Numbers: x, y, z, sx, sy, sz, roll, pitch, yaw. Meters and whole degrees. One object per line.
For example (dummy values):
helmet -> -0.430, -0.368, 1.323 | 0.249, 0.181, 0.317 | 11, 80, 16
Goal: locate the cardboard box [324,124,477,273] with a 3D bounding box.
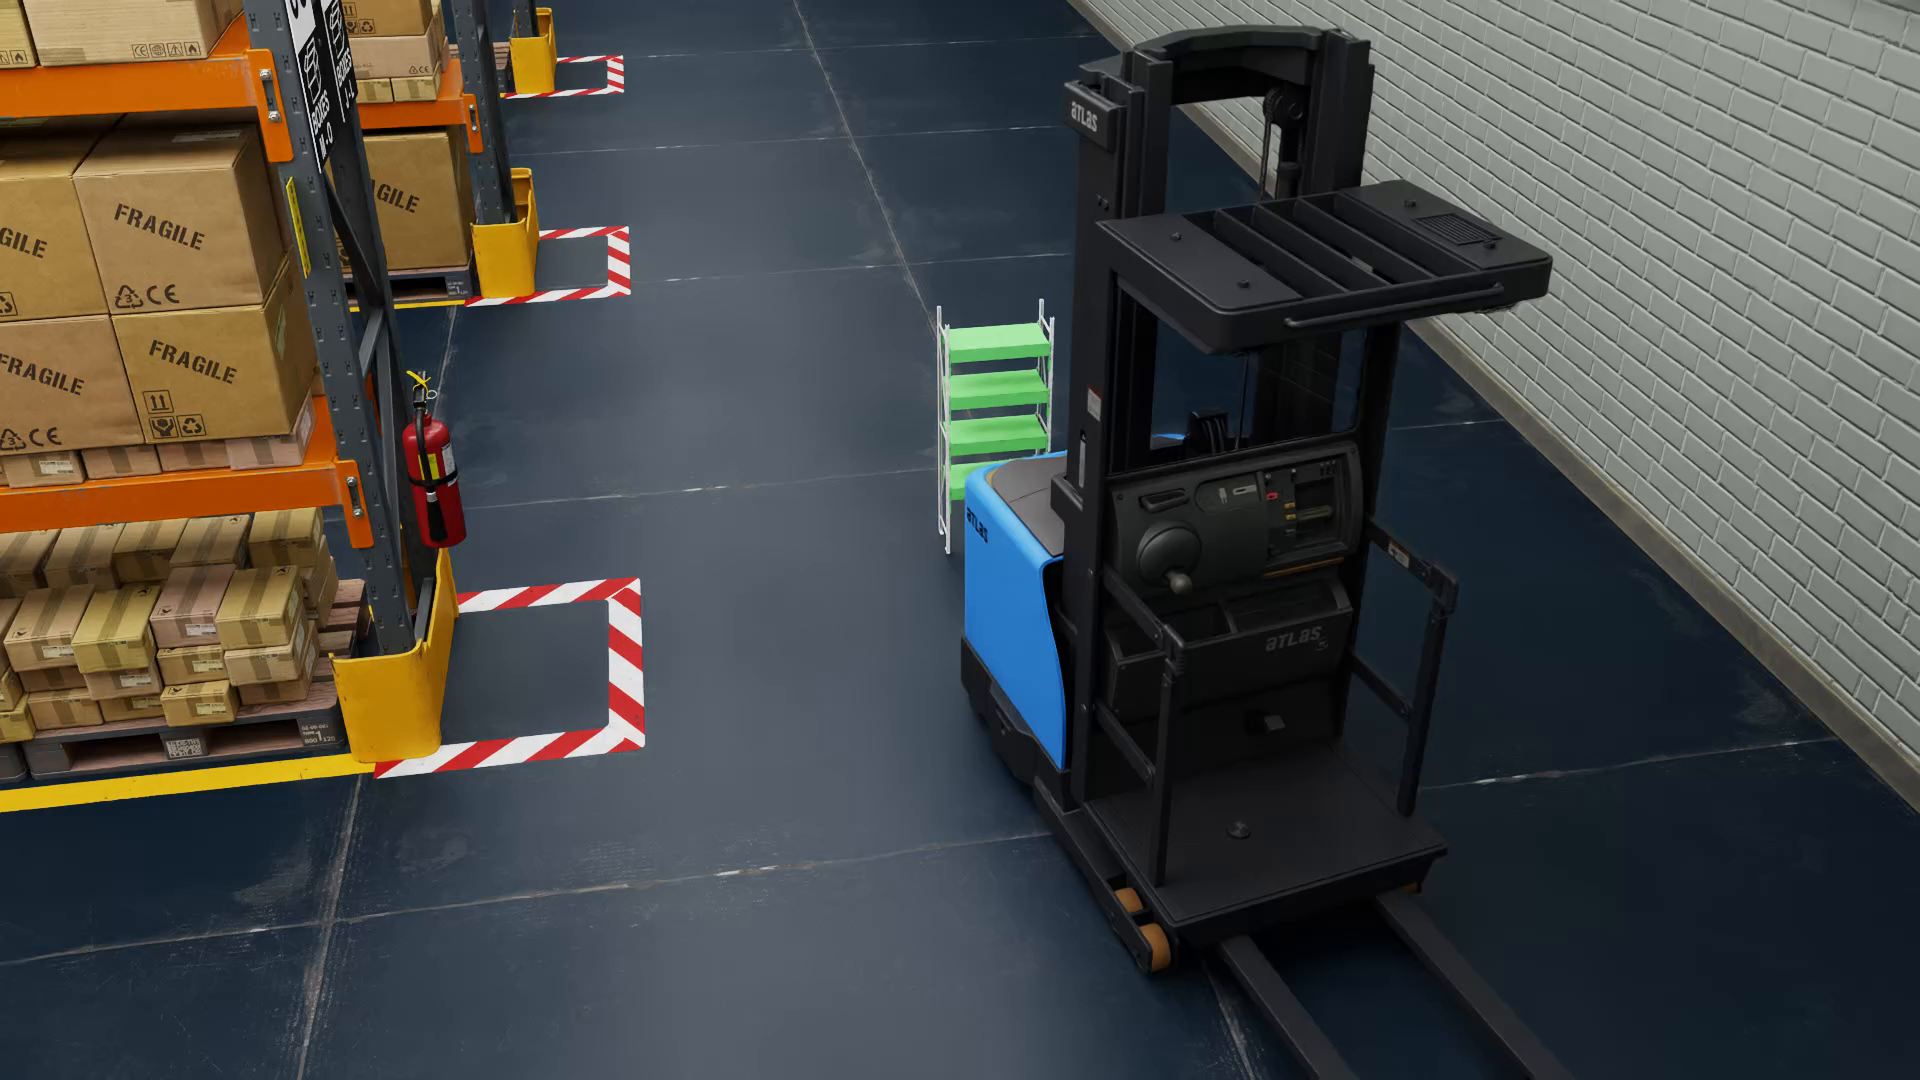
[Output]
cardboard box -> -3.728, -2.347, 10.965 | 0.875, 0.875, 0.875 | -5, 31, -9

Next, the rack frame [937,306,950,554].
rack frame -> -0.077, -0.510, 7.934 | 0.015, 1.200, 0.240 | -5, 31, -9

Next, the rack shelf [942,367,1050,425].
rack shelf -> 0.163, -0.684, 7.882 | 0.480, 0.148, 0.258 | -5, 31, -9

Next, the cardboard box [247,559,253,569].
cardboard box -> -3.160, 0.138, 7.161 | 0.250, 0.149, 0.380 | -5, 31, -9

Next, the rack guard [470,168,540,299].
rack guard -> -3.089, -2.105, 11.337 | 0.348, 0.500, 1.175 | -5, 31, -9

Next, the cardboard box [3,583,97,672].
cardboard box -> -3.549, 0.341, 6.522 | 0.250, 0.149, 0.380 | -7, 31, -11

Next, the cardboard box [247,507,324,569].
cardboard box -> -2.895, -0.029, 7.151 | 0.250, 0.149, 0.380 | -7, 31, -11

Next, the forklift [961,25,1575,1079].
forklift -> 1.017, -0.020, 5.393 | 1.130, 2.935, 3.031 | -11, 32, -19

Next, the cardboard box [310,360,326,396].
cardboard box -> -2.696, -0.724, 6.770 | 0.250, 0.149, 0.380 | -6, 31, -9

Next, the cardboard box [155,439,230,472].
cardboard box -> -2.840, -0.416, 6.245 | 0.250, 0.149, 0.380 | -5, 31, -9

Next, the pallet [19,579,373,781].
pallet -> -3.199, 0.567, 7.077 | 1.213, 0.211, 1.003 | -5, 31, -9

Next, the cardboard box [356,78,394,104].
cardboard box -> -3.659, -2.851, 10.387 | 0.250, 0.149, 0.380 | -5, 31, -8

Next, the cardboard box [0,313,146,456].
cardboard box -> -3.222, -0.656, 6.014 | 0.500, 0.500, 0.500 | -6, 31, -10

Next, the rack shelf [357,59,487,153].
rack shelf -> -5.080, -2.688, 10.572 | 4.000, 0.370, 1.077 | -5, 31, -9

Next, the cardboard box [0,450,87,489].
cardboard box -> -3.331, -0.350, 6.134 | 0.250, 0.149, 0.380 | -4, 31, -8

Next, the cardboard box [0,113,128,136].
cardboard box -> -3.303, -1.343, 6.196 | 0.500, 0.500, 0.500 | -4, 31, -7

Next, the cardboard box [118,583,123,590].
cardboard box -> -3.657, 0.174, 7.100 | 0.250, 0.149, 0.380 | -4, 31, -7

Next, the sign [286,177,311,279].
sign -> -2.238, -1.055, 5.631 | 0.005, 0.325, 0.100 | -5, 31, -9

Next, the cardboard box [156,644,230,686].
cardboard box -> -3.053, 0.409, 6.700 | 0.250, 0.149, 0.380 | -6, 31, -10

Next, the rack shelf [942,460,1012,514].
rack shelf -> 0.163, -0.270, 8.126 | 0.480, 0.148, 0.258 | -5, 31, -9

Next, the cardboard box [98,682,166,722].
cardboard box -> -3.309, 0.557, 6.742 | 0.250, 0.149, 0.380 | -5, 31, -9

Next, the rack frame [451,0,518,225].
rack frame -> -3.113, -3.181, 10.700 | 0.127, 3.000, 1.000 | -5, 31, -9

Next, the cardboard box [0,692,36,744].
cardboard box -> -3.789, 0.640, 6.600 | 0.250, 0.149, 0.380 | -7, 31, -11

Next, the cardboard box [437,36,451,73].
cardboard box -> -3.521, -3.204, 10.988 | 0.250, 0.149, 0.380 | -5, 31, -8

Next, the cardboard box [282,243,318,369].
cardboard box -> -2.810, -0.967, 6.542 | 0.500, 0.500, 0.500 | -4, 31, -7

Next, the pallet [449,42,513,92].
pallet -> -4.823, -4.392, 15.511 | 1.213, 0.211, 1.003 | -5, 31, -9

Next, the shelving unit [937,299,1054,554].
shelving unit -> 0.163, -0.532, 7.972 | 0.503, 1.200, 0.258 | -5, 31, -9

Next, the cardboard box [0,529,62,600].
cardboard box -> -3.919, 0.100, 6.932 | 0.250, 0.149, 0.380 | -4, 31, -7

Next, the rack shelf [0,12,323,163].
rack shelf -> -4.286, -1.499, 5.590 | 4.000, 0.370, 1.077 | -5, 31, -9

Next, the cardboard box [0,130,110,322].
cardboard box -> -3.222, -1.089, 5.764 | 0.500, 0.500, 0.500 | -6, 31, -11

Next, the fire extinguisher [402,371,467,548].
fire extinguisher -> -1.988, -0.297, 6.240 | 0.183, 0.674, 0.296 | -5, 31, -9

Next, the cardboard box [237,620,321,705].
cardboard box -> -2.799, 0.501, 6.836 | 0.250, 0.149, 0.380 | -5, 31, -8

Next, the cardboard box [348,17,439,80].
cardboard box -> -3.542, -3.068, 10.362 | 0.500, 0.250, 0.500 | -6, 31, -10

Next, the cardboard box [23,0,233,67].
cardboard box -> -2.718, -1.753, 5.461 | 0.500, 0.250, 0.500 | -6, 31, -10

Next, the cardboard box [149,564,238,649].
cardboard box -> -3.051, 0.262, 6.657 | 0.250, 0.149, 0.380 | -5, 31, -8

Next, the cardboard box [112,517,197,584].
cardboard box -> -3.416, 0.016, 7.075 | 0.250, 0.149, 0.380 | -5, 31, -9

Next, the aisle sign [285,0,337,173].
aisle sign -> -2.193, -1.676, 5.577 | 0.004, 0.787, 0.394 | -5, 31, -9

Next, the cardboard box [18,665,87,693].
cardboard box -> -3.580, 0.433, 6.659 | 0.250, 0.149, 0.380 | -6, 31, -10
